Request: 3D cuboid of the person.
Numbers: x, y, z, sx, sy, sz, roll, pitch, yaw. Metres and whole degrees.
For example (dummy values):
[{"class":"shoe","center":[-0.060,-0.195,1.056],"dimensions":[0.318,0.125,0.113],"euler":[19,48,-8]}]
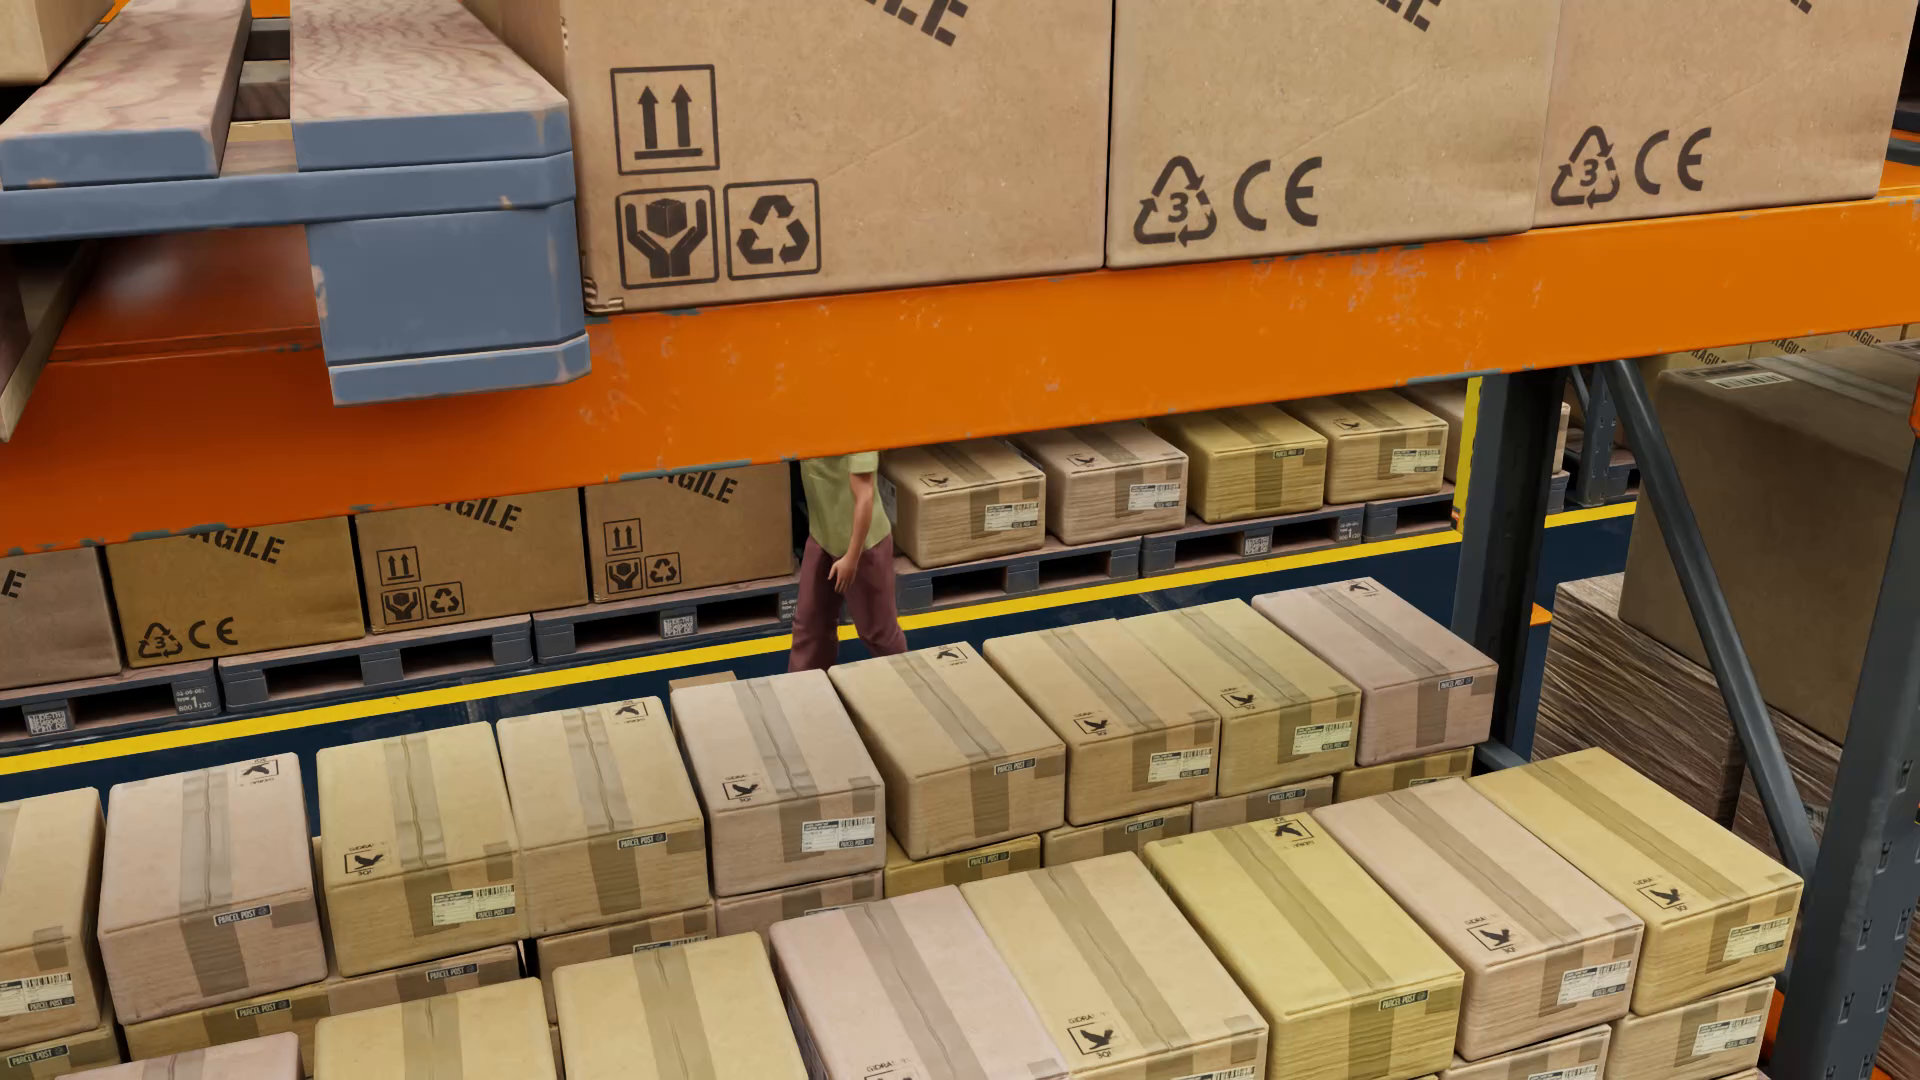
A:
[{"class":"person","center":[-0.449,0.016,6.047],"dimensions":[0.658,1.659,0.444],"euler":[-11,25,-25]}]
